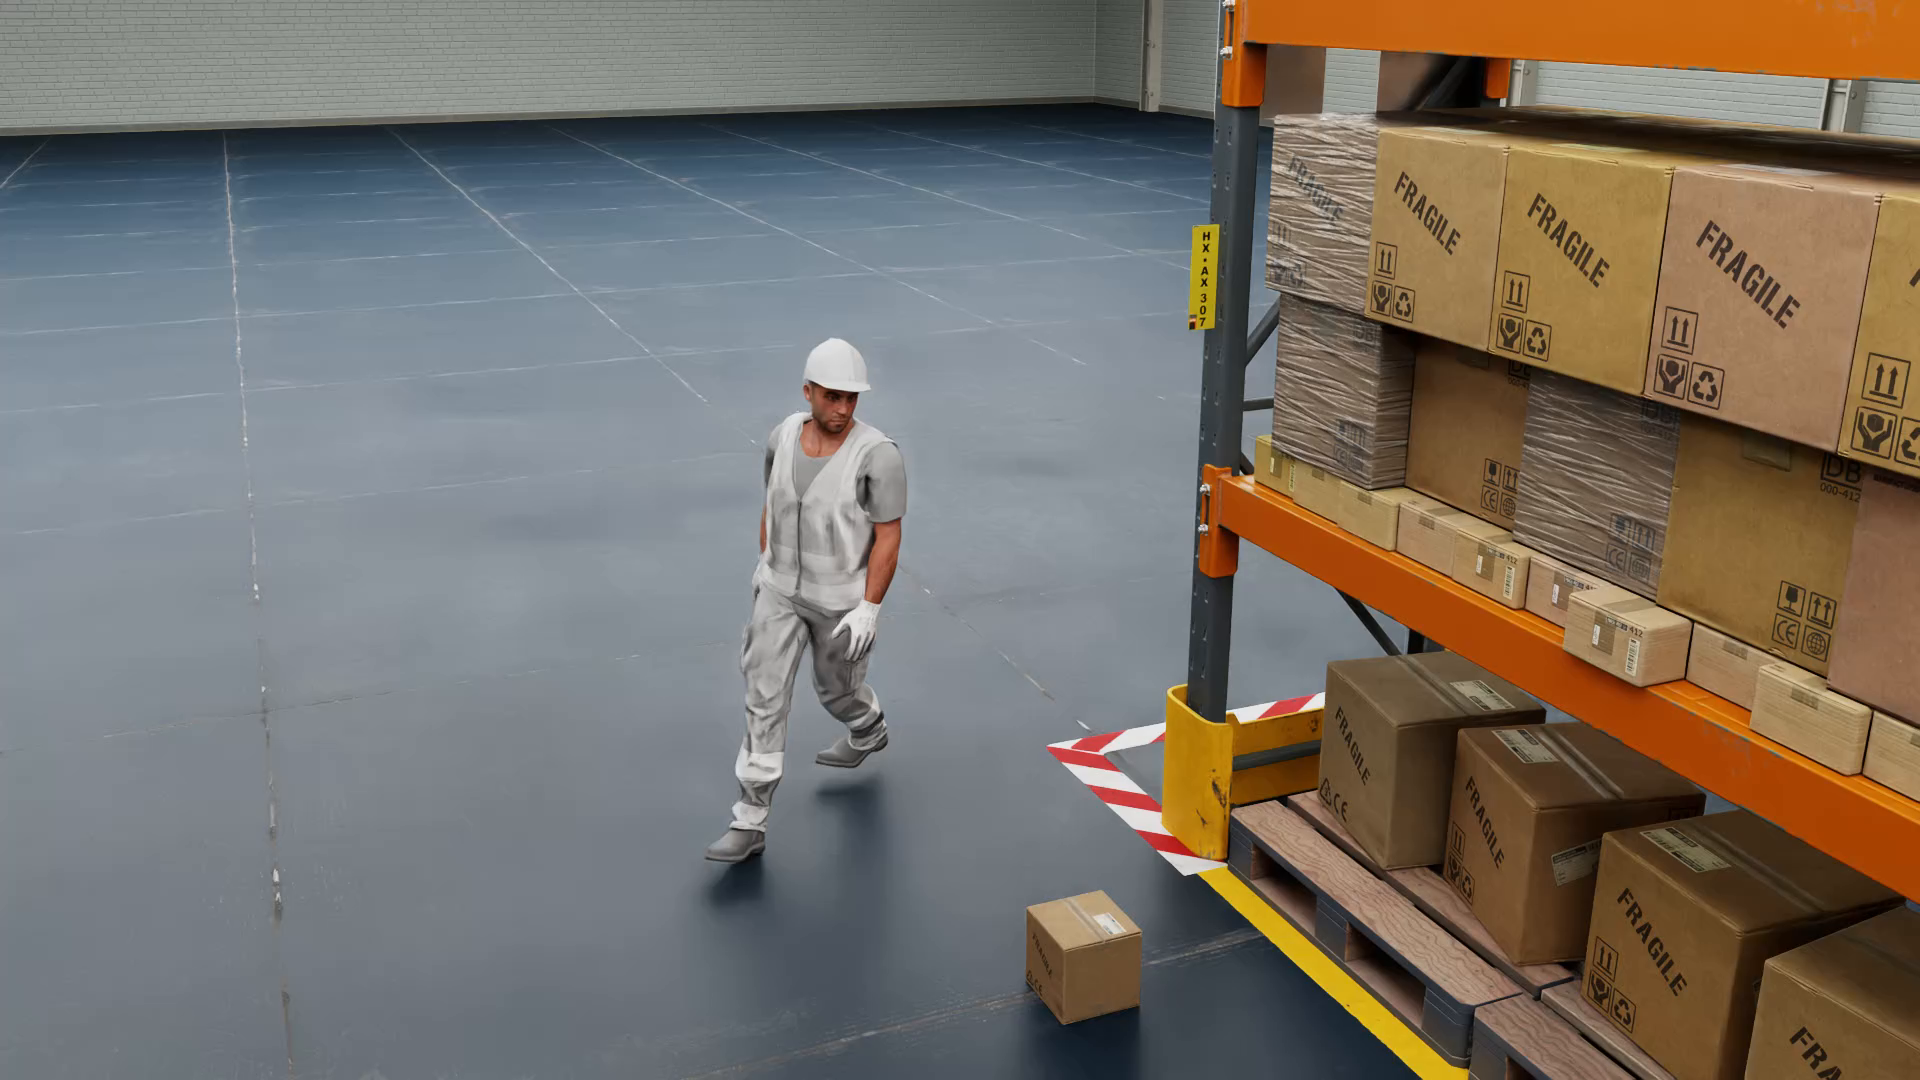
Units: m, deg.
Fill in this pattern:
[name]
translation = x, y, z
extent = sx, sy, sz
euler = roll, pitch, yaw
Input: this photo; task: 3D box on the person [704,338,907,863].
[person]
translation = -0.479, 0.175, 5.563
extent = 0.632, 1.734, 1.024
euler = 7, 20, 19
